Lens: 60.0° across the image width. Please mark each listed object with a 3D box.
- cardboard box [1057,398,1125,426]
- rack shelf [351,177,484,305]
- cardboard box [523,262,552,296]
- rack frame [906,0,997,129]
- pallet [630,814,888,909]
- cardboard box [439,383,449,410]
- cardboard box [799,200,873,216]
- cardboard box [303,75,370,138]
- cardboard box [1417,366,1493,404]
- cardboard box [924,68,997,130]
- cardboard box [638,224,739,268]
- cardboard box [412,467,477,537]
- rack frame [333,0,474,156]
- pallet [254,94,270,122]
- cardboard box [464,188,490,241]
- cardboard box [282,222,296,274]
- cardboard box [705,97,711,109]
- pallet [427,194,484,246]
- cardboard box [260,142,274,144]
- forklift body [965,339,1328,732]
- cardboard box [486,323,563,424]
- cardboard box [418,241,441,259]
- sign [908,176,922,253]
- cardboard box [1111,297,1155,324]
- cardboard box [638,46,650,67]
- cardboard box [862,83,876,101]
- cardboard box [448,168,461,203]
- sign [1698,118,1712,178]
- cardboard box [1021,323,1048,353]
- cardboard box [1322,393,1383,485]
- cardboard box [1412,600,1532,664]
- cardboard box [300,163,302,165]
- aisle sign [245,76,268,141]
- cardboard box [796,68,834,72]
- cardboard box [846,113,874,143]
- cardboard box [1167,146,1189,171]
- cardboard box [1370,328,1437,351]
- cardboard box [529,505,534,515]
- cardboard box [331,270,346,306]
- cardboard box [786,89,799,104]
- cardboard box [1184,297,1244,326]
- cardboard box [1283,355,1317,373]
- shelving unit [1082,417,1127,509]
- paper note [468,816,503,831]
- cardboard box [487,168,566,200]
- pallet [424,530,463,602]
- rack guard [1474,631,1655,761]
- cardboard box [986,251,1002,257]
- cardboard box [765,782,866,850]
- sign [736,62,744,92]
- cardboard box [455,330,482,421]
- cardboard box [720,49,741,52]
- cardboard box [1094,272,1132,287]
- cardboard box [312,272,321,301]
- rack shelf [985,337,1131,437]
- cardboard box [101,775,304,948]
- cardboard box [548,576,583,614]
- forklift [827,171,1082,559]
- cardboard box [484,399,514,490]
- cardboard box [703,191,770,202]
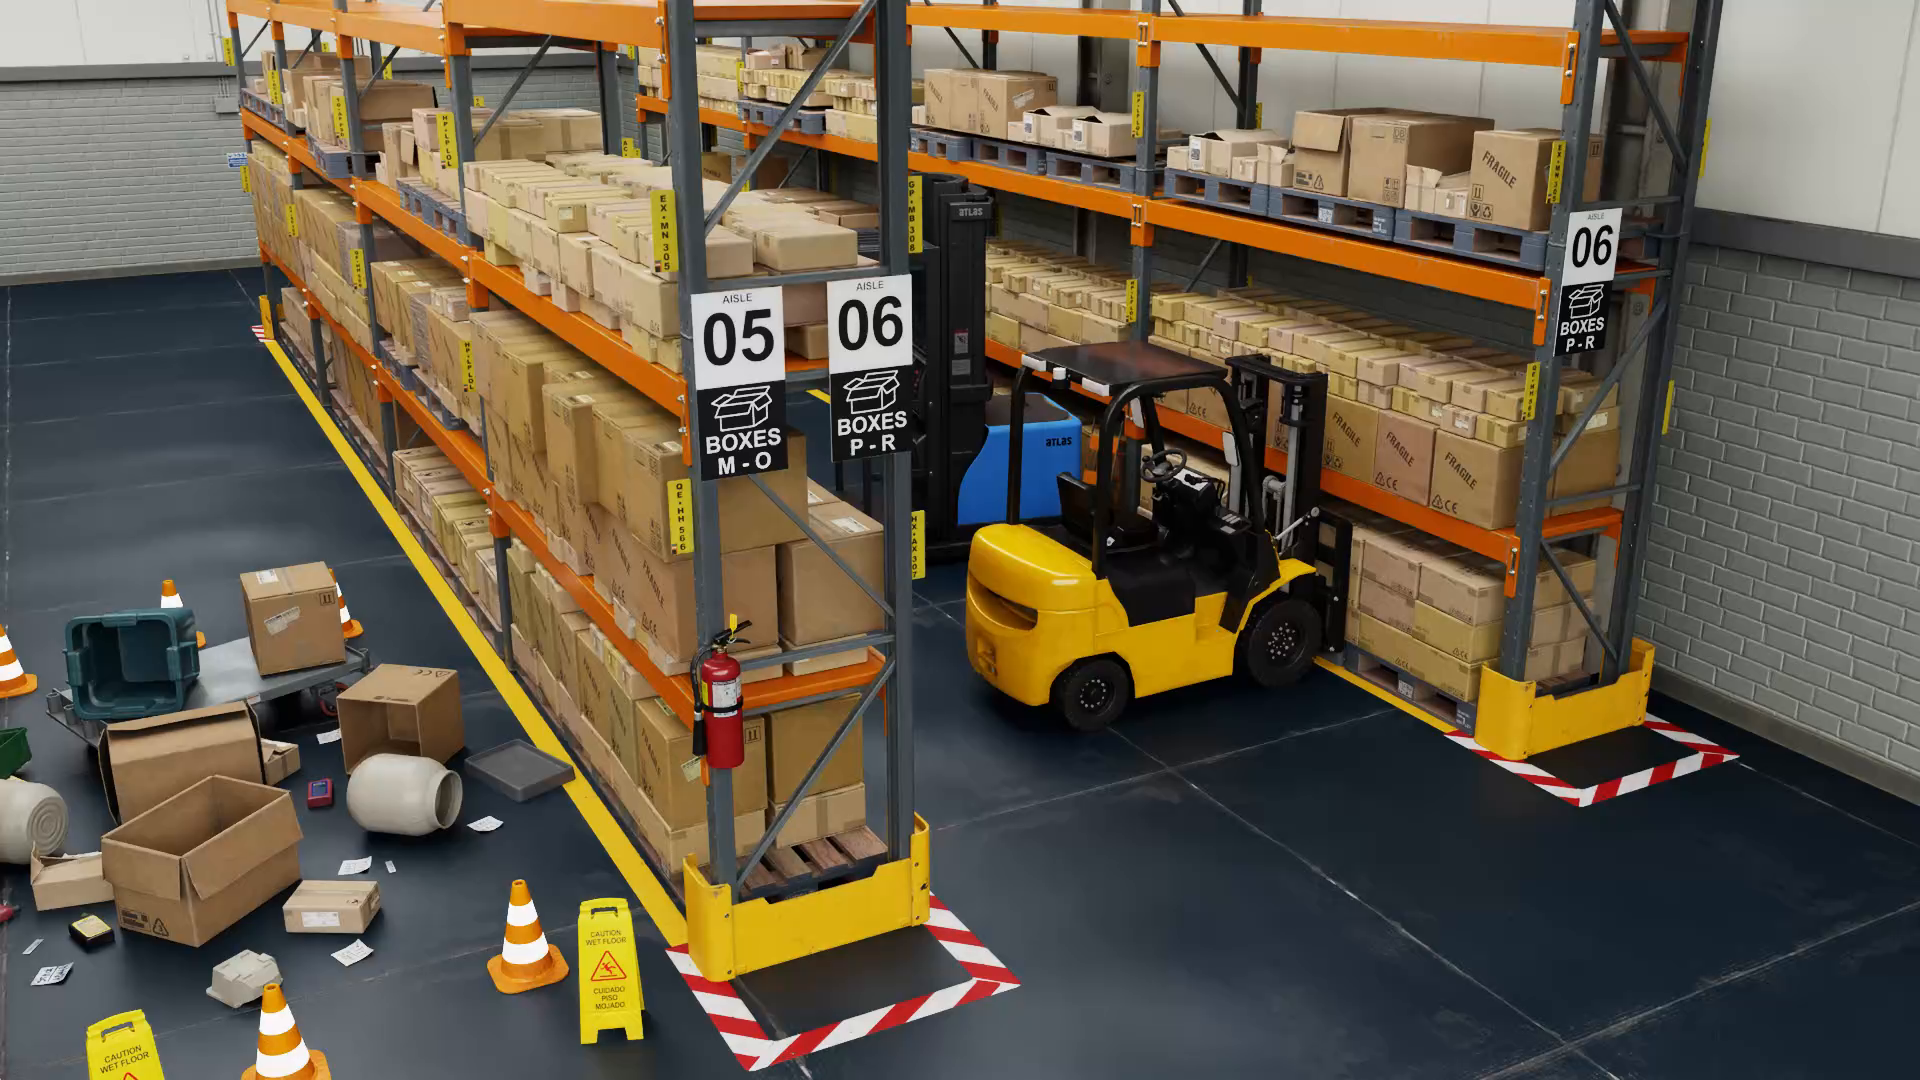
[{"bbox_3d":[1.162,-0.847,14.485,0.875,0.625,0.625,-10,22,-27],"label":"cardboard box"},{"bbox_3d":[-3.535,-2.281,12.149,1.077,0.370,4.000,-10,21,-27],"label":"rack shelf"},{"bbox_3d":[-2.118,-1.417,8.927,0.380,0.149,0.250,-10,22,-28],"label":"cardboard box"},{"bbox_3d":[-0.118,-5.383,15.437,1.000,3.000,0.127,-10,21,-27],"label":"rack frame"},{"bbox_3d":[-1.077,1.577,8.739,1.003,0.211,1.213,-10,21,-27],"label":"pallet"},{"bbox_3d":[-3.460,-1.034,11.769,0.380,0.149,0.250,-10,21,-26],"label":"cardboard box"},{"bbox_3d":[-1.366,-3.394,18.072,0.700,0.500,0.500,-10,21,-27],"label":"cardboard box"},{"bbox_3d":[-5.577,-3.902,14.946,0.500,0.500,0.500,-10,21,-26],"label":"cardboard box"},{"bbox_3d":[3.033,-0.953,10.190,0.380,0.149,0.250,-9,21,-25],"label":"cardboard box"},{"bbox_3d":[0.011,-4.013,15.113,0.500,0.500,0.500,-10,21,-26],"label":"cardboard box"},{"bbox_3d":[-1.195,-1.289,7.331,0.380,0.149,0.250,-10,21,-26],"label":"cardboard box"},{"bbox_3d":[-3.868,-0.360,13.460,0.950,0.372,0.625,-10,22,-28],"label":"cardboard box"},{"bbox_3d":[-4.485,-4.614,13.206,1.000,3.000,0.127,-10,21,-27],"label":"rack frame"},{"bbox_3d":[-7.339,-4.888,18.736,1.003,0.211,1.213,-10,21,-27],"label":"pallet"},{"bbox_3d":[-2.617,-1.948,9.854,0.500,0.250,0.500,-10,22,-28],"label":"cardboard box"},{"bbox_3d":[-7.079,-3.214,18.192,0.500,0.500,0.500,-11,22,-28],"label":"cardboard box"},{"bbox_3d":[-2.895,-5.354,20.336,0.380,0.149,0.250,-9,21,-25],"label":"cardboard box"},{"bbox_3d":[-2.785,-2.152,10.959,1.213,0.211,1.003,-10,21,-27],"label":"pallet"},{"bbox_3d":[-8.172,-4.692,19.949,0.380,0.149,0.250,-9,21,-25],"label":"cardboard box"},{"bbox_3d":[1.175,-0.112,10.657,2.313,2.155,1.214,-10,21,-27],"label":"forklift body"},{"bbox_3d":[-2.344,-0.980,9.731,0.700,0.500,0.500,-10,21,-26],"label":"cardboard box"},{"bbox_3d":[-4.504,-2.477,14.525,0.500,0.500,0.500,-11,22,-28],"label":"cardboard box"},{"bbox_3d":[-0.208,-1.396,7.141,0.100,0.325,0.005,-10,21,-27],"label":"sign"},{"bbox_3d":[1.424,-1.817,13.150,0.380,0.149,0.250,-9,21,-25],"label":"cardboard box"},{"bbox_3d":[-3.927,-6.402,21.994,0.500,0.250,0.500,-10,22,-27],"label":"cardboard box"},{"bbox_3d":[-0.744,-4.437,16.455,0.380,0.149,0.250,-11,22,-28],"label":"cardboard box"},{"bbox_3d":[-2.990,-2.320,10.744,0.500,0.250,0.500,-10,22,-28],"label":"cardboard box"},{"bbox_3d":[4.172,-2.204,9.360,0.100,0.325,0.005,-10,21,-27],"label":"sign"},{"bbox_3d":[0.859,-1.723,14.257,0.500,0.250,0.500,-10,21,-26],"label":"cardboard box"},{"bbox_3d":[2.734,-0.696,10.897,0.500,0.500,0.500,-10,22,-28],"label":"cardboard box"},{"bbox_3d":[3.174,0.523,10.323,0.500,0.250,0.500,-10,22,-27],"label":"cardboard box"},{"bbox_3d":[-6.950,-3.957,17.820,0.380,0.149,0.250,-10,21,-27],"label":"cardboard box"},{"bbox_3d":[-8.573,-5.279,20.345,0.394,0.787,0.004,-10,21,-27],"label":"aisle sign"},{"bbox_3d":[-1.631,-5.243,18.761,0.380,0.149,0.250,-10,21,-26],"label":"cardboard box"},{"bbox_3d":[-0.815,-4.149,16.687,0.500,0.250,0.500,-10,21,-26],"label":"cardboard box"},{"bbox_3d":[1.727,-2.768,12.045,0.380,0.149,0.250,-9,21,-26],"label":"cardboard box"},{"bbox_3d":[3.000,-1.323,11.264,0.380,0.149,0.250,-10,21,-26],"label":"cardboard box"},{"bbox_3d":[-2.399,-0.234,10.097,0.380,0.149,0.250,-10,21,-27],"label":"cardboard box"},{"bbox_3d":[-5.446,-2.333,15.258,0.500,0.250,0.500,-11,22,-28],"label":"cardboard box"},{"bbox_3d":[-1.626,-4.726,17.719,0.380,0.149,0.250,-9,21,-25],"label":"cardboard box"},{"bbox_3d":[1.891,-1.698,12.350,0.380,0.149,0.250,-10,21,-26],"label":"cardboard box"},{"bbox_3d":[2.418,-1.174,11.287,0.380,0.149,0.250,-10,22,-28],"label":"cardboard box"},{"bbox_3d":[1.124,-0.429,13.238,0.252,1.050,0.215,11,2,29],"label":"shelving unit"},{"bbox_3d":[-2.592,1.550,9.093,0.148,0.019,0.142,16,25,39],"label":"paper note"},{"bbox_3d":[-2.456,-2.017,9.443,0.380,0.149,0.250,-11,22,-28],"label":"cardboard box"},{"bbox_3d":[-3.540,0.115,12.975,1.003,0.211,1.213,-10,21,-27],"label":"pallet"},{"bbox_3d":[3.692,0.938,10.148,1.175,0.500,0.348,-10,21,-27],"label":"rack guard"},{"bbox_3d":[0.182,-2.545,15.261,0.380,0.149,0.250,-10,21,-26],"label":"cardboard box"},{"bbox_3d":[-0.826,1.346,8.704,0.500,0.250,0.500,-10,21,-27],"label":"cardboard box"},{"bbox_3d":[-2.491,-5.272,18.920,0.100,0.325,0.005,-10,21,-27],"label":"sign"},{"bbox_3d":[-3.007,-1.113,11.005,0.500,0.500,0.500,-10,22,-28],"label":"cardboard box"},{"bbox_3d":[-2.746,-6.040,20.946,0.500,0.250,0.500,-10,21,-27],"label":"cardboard box"},{"bbox_3d":[1.369,-2.190,14.231,0.380,0.149,0.250,-10,21,-27],"label":"cardboard box"},{"bbox_3d":[-6.160,-2.539,16.622,0.500,0.250,0.500,-11,22,-28],"label":"cardboard box"},{"bbox_3d":[0.832,-1.633,14.869,1.077,0.370,4.000,-10,21,-27],"label":"rack shelf"},{"bbox_3d":[-3.748,1.587,8.261,0.637,0.503,0.797,7,20,20],"label":"cardboard box"},{"bbox_3d":[-2.160,0.291,9.616,0.380,0.149,0.250,-9,21,-24],"label":"cardboard box"},{"bbox_3d":[-0.598,-1.327,12.984,3.031,2.935,1.130,-6,20,-16],"label":"forklift"},{"bbox_3d":[-2.622,-0.648,10.301,0.500,0.500,0.500,-10,21,-27],"label":"cardboard box"},{"bbox_3d":[-1.181,-1.670,8.436,0.380,0.149,0.250,-9,21,-25],"label":"cardboard box"}]
